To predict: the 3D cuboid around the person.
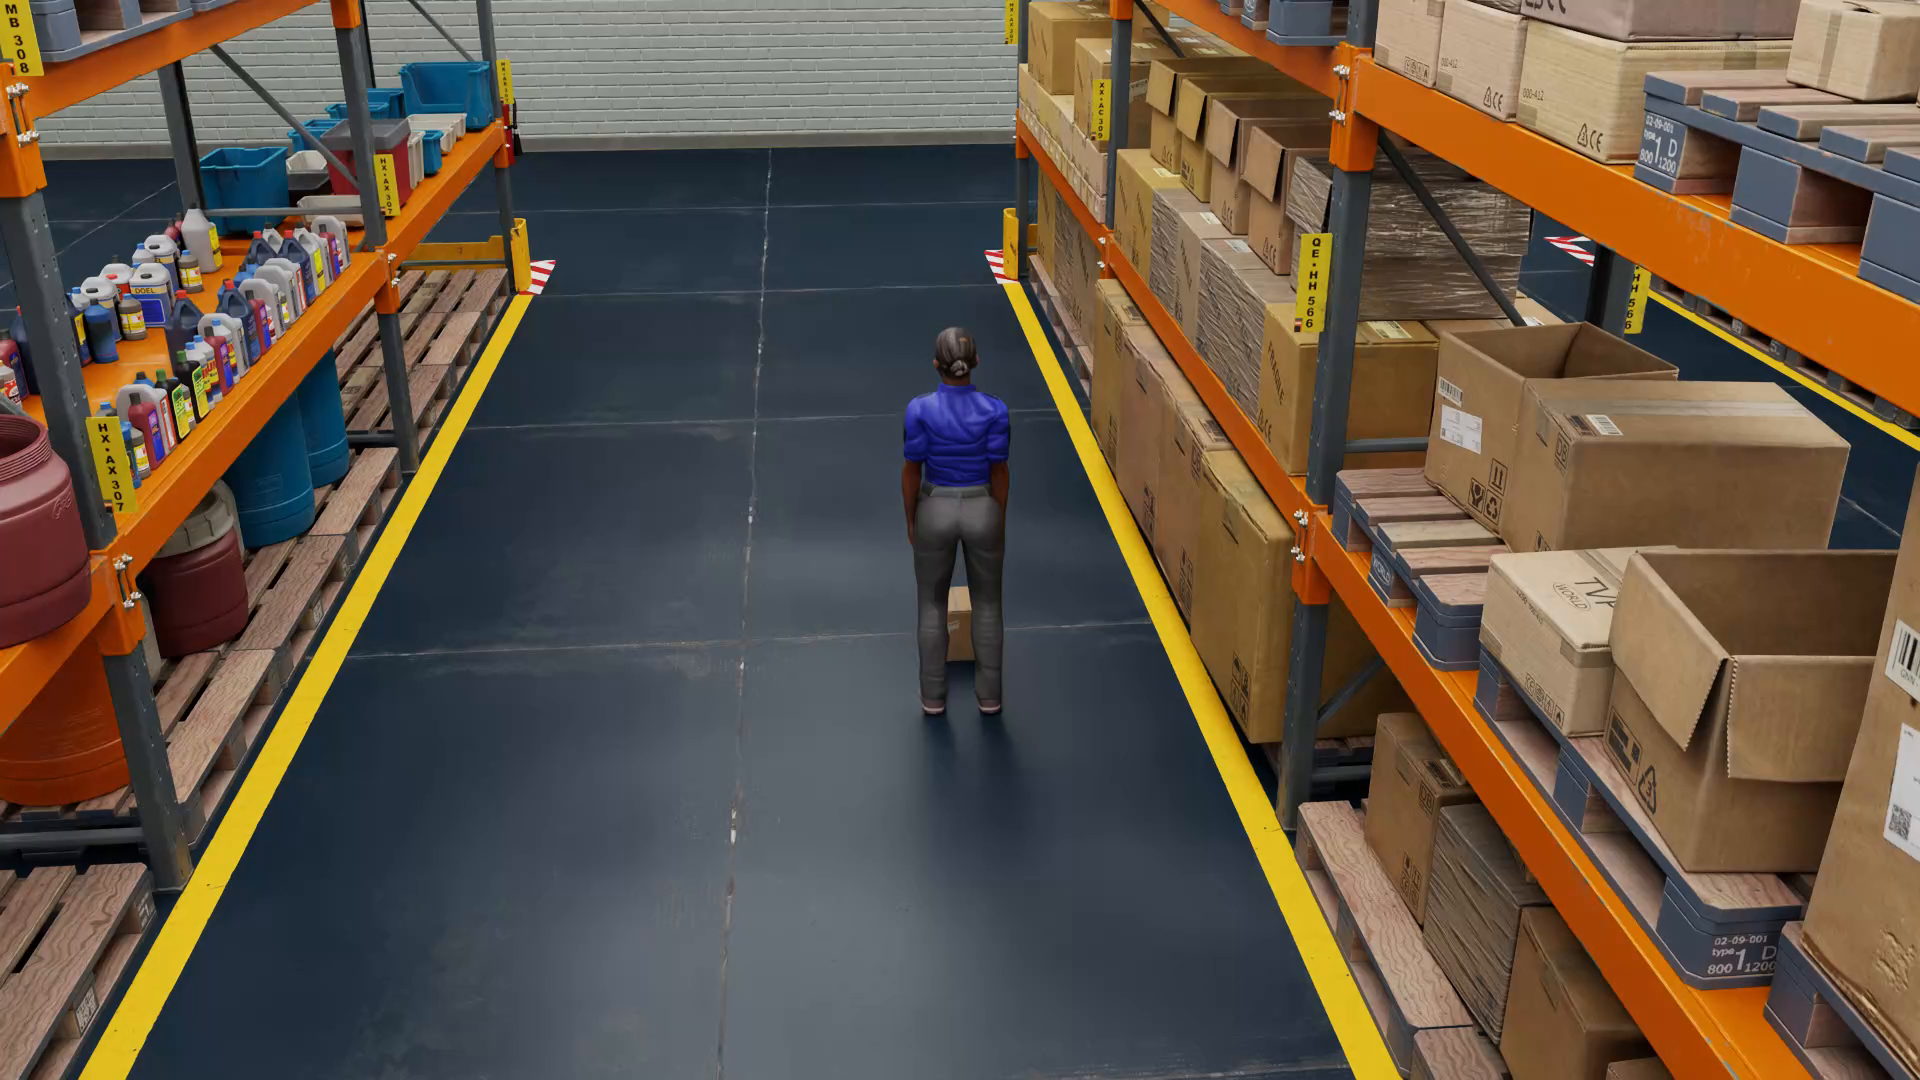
[{"bbox_3d":[-0.017,-0.069,6.770,0.435,1.656,0.299,-1,24,-1],"label":"person"}]
